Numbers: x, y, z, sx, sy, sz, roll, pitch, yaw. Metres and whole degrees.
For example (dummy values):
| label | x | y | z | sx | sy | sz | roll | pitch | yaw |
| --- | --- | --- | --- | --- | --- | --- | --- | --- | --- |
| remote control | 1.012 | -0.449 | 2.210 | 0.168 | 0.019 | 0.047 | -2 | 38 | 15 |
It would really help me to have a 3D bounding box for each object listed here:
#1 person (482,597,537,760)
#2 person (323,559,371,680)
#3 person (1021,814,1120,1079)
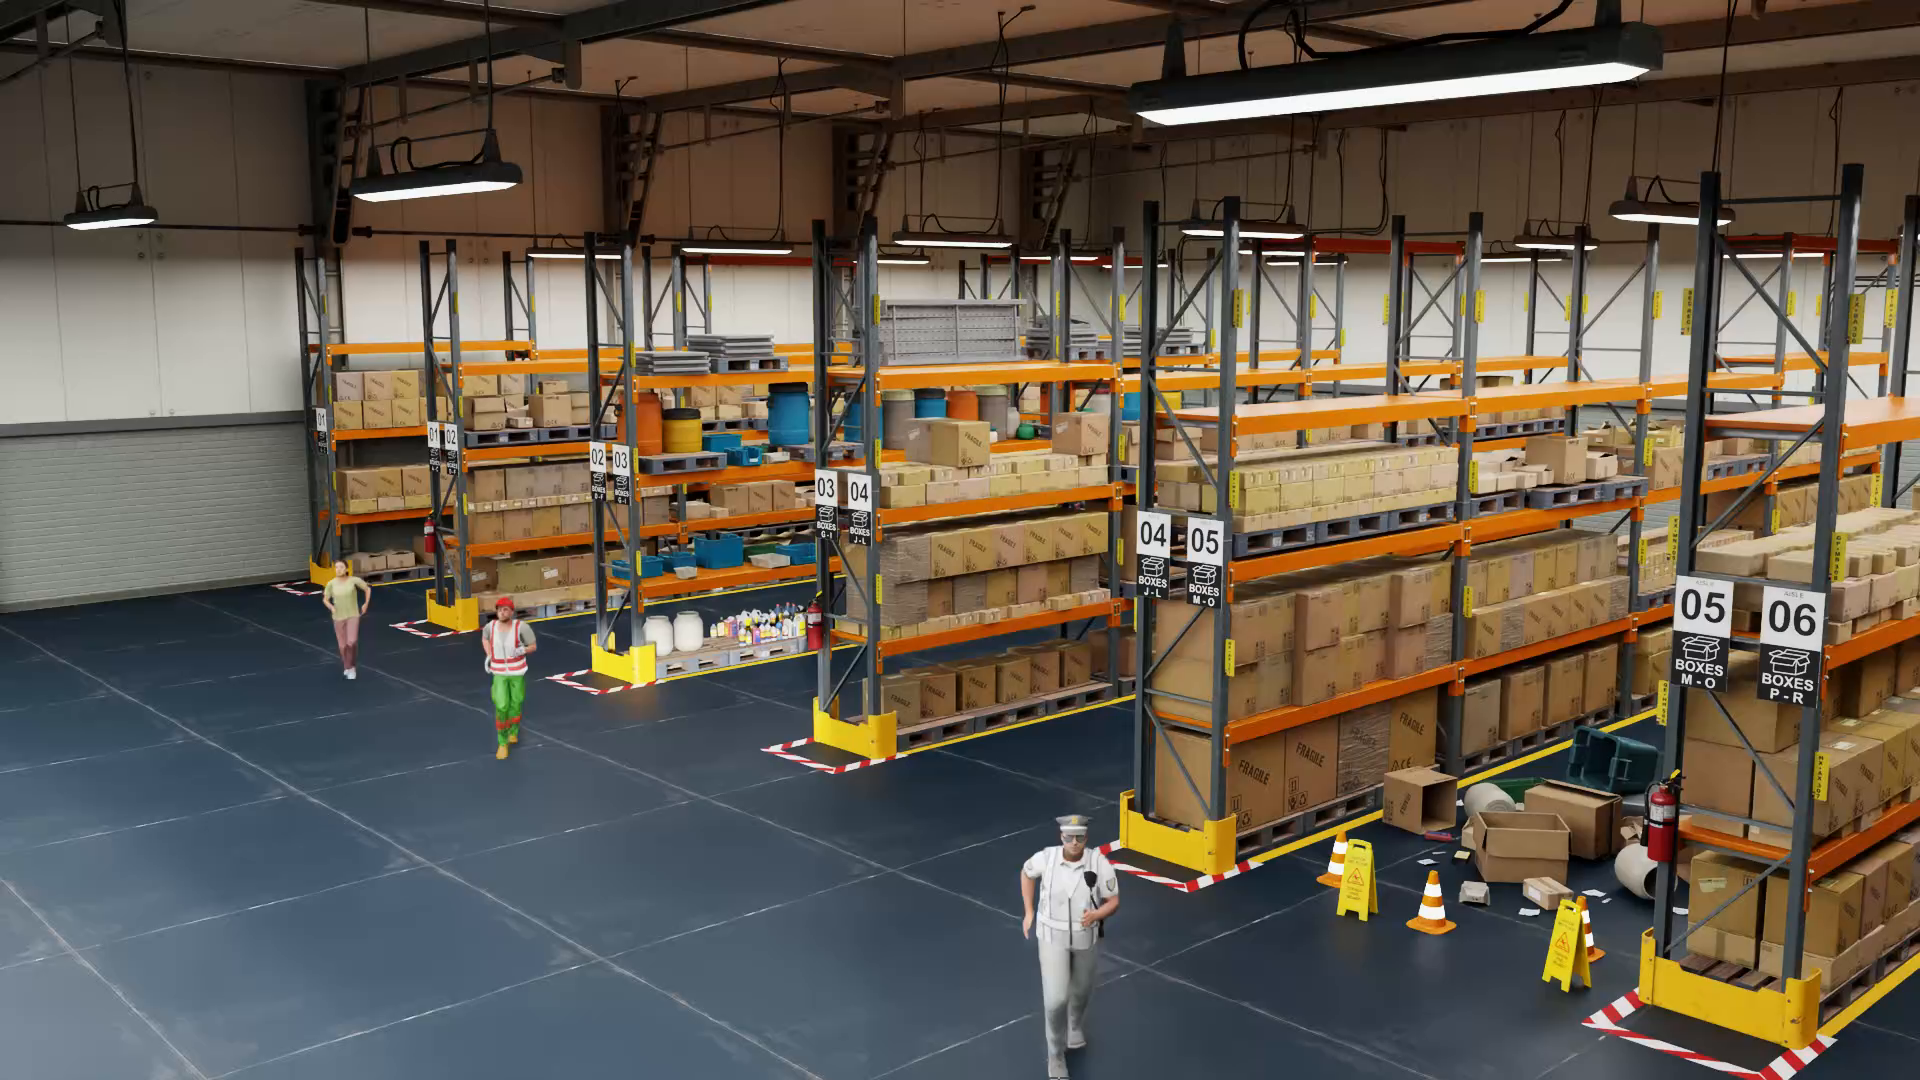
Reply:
| label | x | y | z | sx | sy | sz | roll | pitch | yaw |
| --- | --- | --- | --- | --- | --- | --- | --- | --- | --- |
| person | -5.089 | 1.550 | 18.823 | 0.615 | 1.850 | 0.775 | -2 | 9 | -11 |
| person | -8.294 | 1.070 | 22.481 | 0.586 | 1.641 | 0.647 | -1 | 8 | -9 |
| person | 0.738 | 2.693 | 11.099 | 0.627 | 1.840 | 0.853 | 0 | 8 | -3 |
